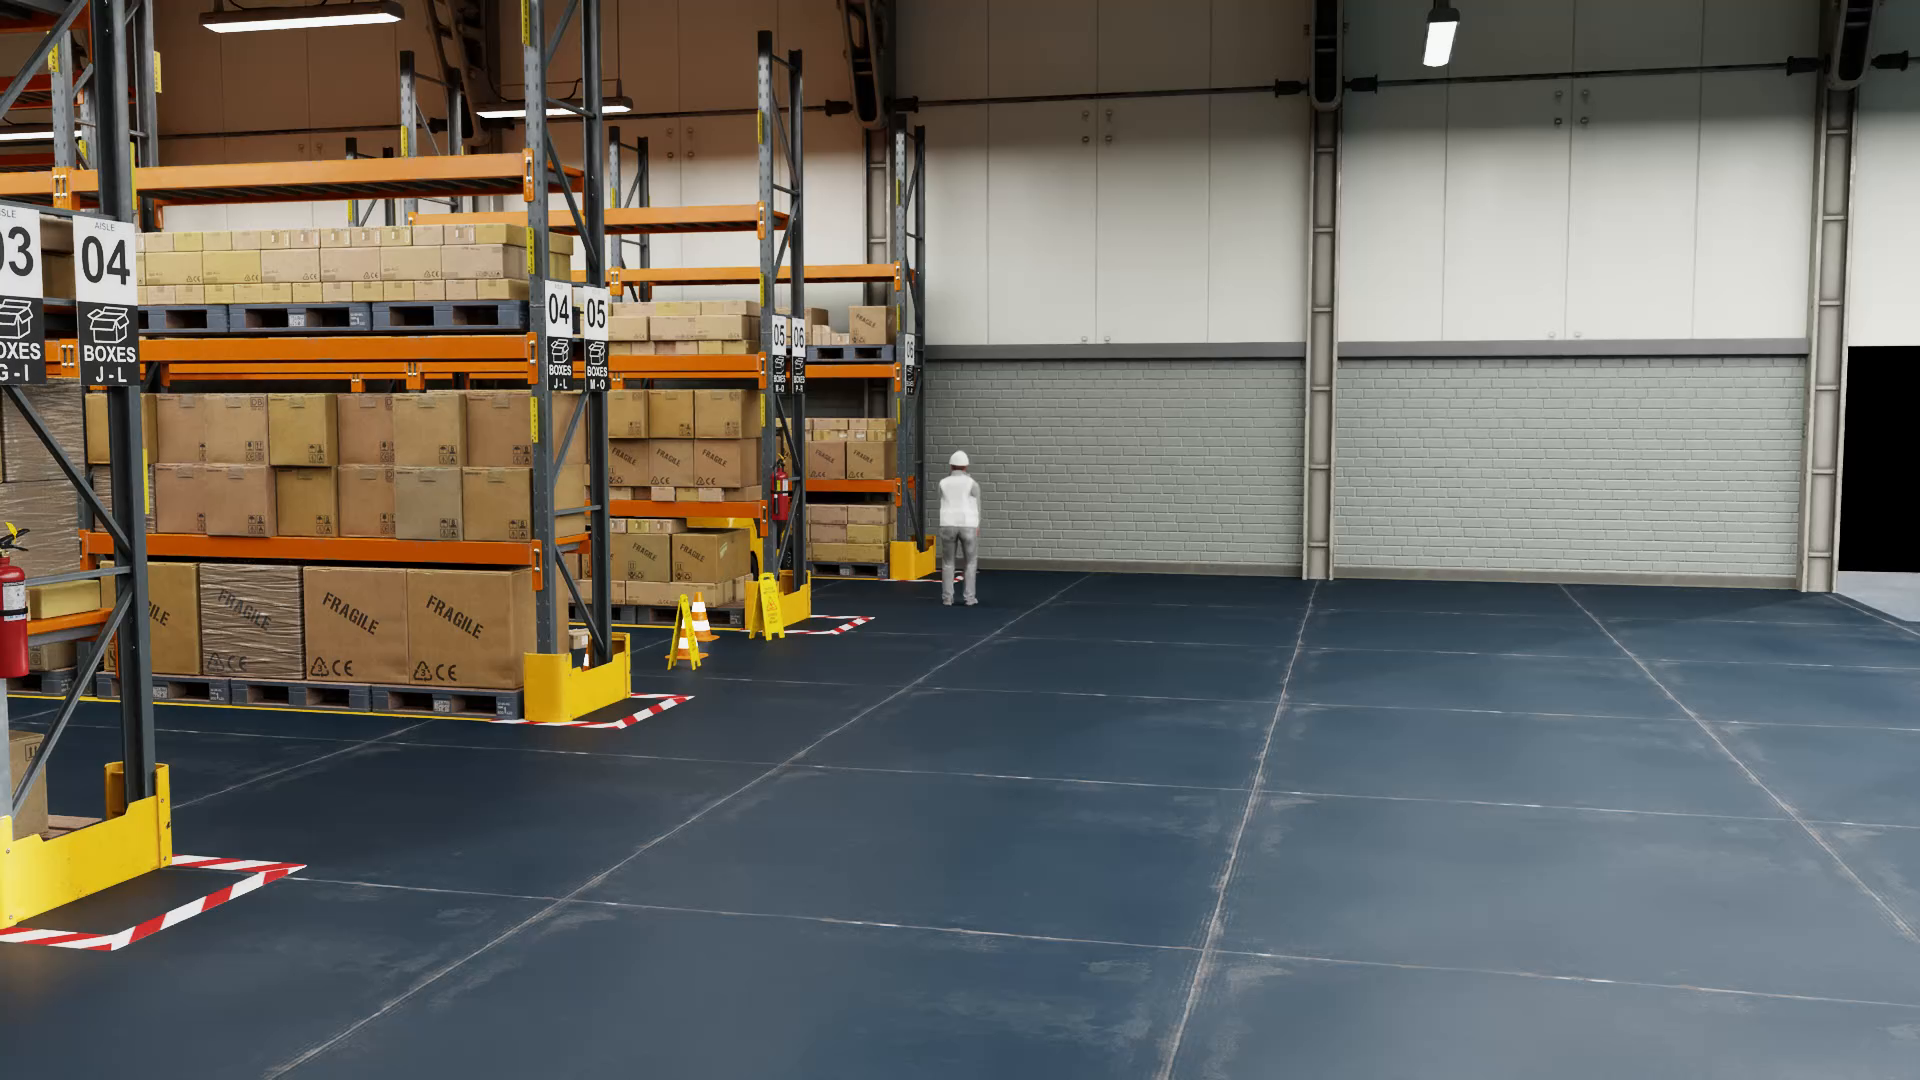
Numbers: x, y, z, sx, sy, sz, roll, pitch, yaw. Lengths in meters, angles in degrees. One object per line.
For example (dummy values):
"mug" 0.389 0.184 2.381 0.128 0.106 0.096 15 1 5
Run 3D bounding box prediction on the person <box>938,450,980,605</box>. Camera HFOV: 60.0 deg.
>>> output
"person" -0.004 -0.144 19.114 0.493 1.772 0.567 1 5 13
